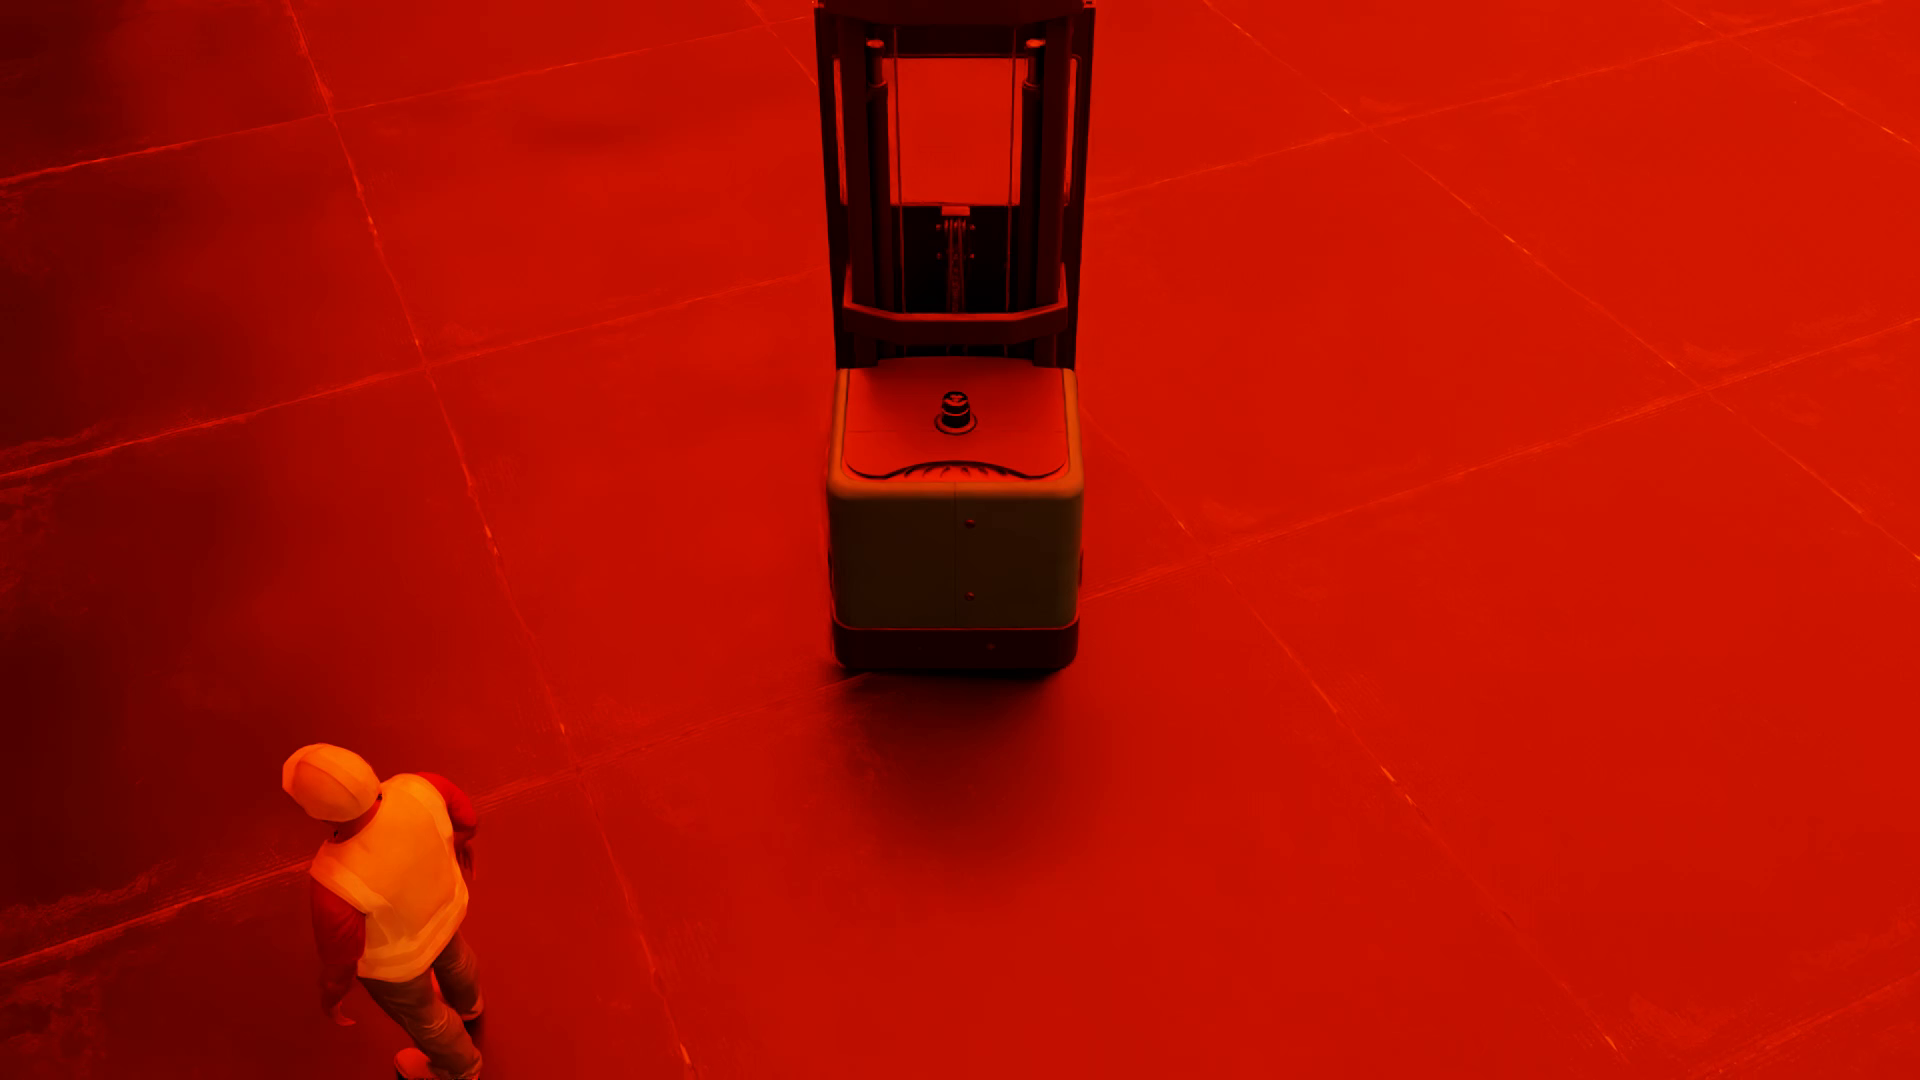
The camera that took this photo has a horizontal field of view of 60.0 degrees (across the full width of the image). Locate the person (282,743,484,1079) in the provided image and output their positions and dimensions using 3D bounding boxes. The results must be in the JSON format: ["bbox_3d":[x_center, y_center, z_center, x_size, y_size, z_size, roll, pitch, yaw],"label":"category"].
[{"bbox_3d":[-1.824,1.185,5.263,0.568,1.771,0.708,17,45,17],"label":"person"}]

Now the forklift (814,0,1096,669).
[{"bbox_3d":[-0.021,-1.501,7.289,1.130,2.935,3.031,0,43,0],"label":"forklift"}]
